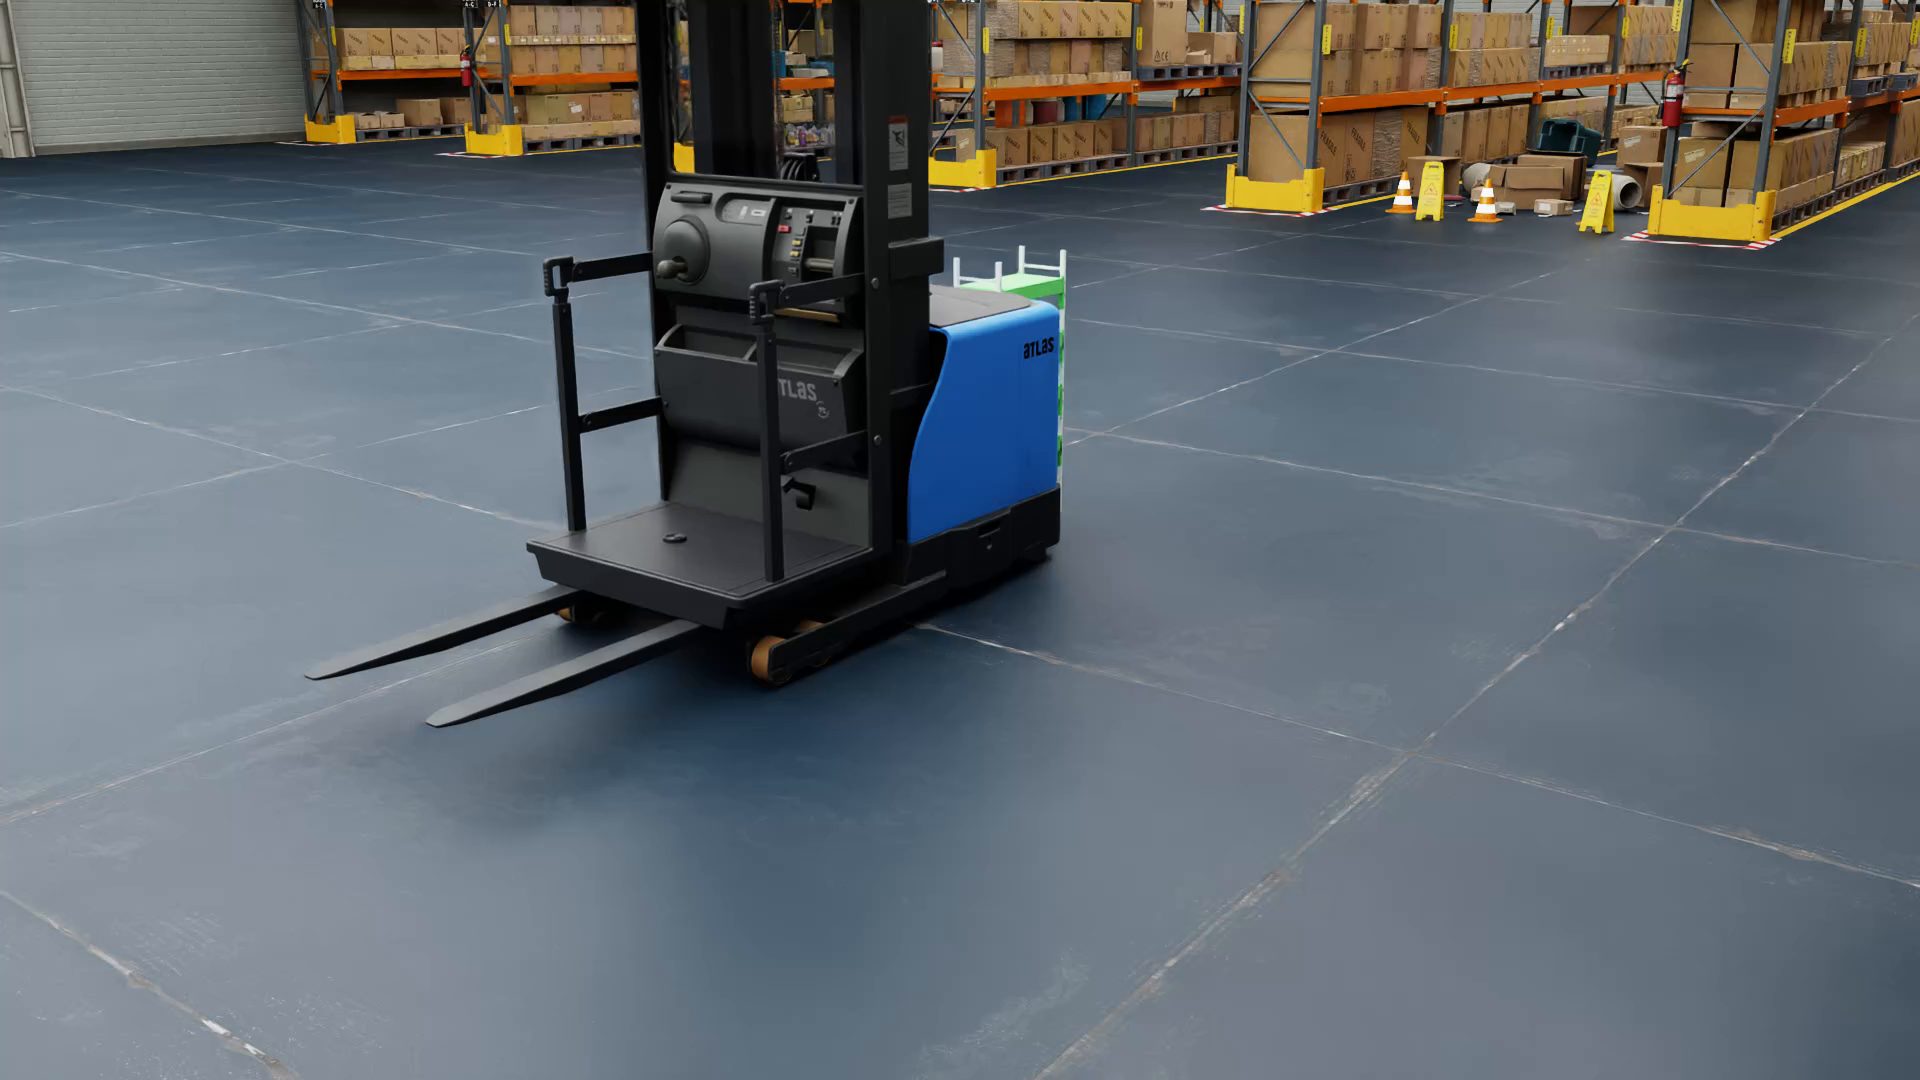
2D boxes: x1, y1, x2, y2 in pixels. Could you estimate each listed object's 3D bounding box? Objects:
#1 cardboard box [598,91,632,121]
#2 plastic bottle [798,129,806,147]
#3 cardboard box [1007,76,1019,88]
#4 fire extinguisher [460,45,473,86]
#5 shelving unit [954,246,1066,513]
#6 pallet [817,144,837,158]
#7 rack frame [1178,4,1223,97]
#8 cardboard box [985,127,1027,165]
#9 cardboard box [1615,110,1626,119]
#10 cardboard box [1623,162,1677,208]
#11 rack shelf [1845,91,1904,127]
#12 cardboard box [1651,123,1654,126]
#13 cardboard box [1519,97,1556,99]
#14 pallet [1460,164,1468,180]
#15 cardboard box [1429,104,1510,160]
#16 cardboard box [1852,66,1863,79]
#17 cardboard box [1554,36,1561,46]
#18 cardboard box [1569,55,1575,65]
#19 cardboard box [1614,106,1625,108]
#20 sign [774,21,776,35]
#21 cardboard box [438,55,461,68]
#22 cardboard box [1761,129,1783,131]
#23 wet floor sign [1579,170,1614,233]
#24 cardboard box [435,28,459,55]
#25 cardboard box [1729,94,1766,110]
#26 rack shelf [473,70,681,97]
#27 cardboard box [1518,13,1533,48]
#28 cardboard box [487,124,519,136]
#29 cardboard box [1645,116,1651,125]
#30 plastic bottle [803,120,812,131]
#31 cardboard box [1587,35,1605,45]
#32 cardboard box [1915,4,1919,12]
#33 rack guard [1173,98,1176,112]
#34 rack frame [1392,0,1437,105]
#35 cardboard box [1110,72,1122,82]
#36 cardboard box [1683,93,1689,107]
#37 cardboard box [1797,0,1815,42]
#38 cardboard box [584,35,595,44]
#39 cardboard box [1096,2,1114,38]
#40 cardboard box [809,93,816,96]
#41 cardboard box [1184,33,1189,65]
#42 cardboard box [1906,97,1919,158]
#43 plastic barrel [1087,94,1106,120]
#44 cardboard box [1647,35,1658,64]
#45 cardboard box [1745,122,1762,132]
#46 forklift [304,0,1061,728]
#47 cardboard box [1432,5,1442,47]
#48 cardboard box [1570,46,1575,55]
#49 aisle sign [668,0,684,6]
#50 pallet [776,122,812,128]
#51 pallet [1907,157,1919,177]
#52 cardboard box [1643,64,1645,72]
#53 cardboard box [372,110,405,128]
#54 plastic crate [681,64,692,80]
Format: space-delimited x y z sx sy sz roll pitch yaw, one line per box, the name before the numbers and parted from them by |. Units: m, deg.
cardboard box | -6.365 -7.947 30.439 0.500 0.500 0.500 12 21 35
plastic bottle | -2.590 -6.598 27.272 0.061 0.283 0.133 13 21 36
cardboard box | 0.595 -6.402 23.224 0.380 0.149 0.250 12 21 35
fire extinguisher | -8.489 -8.151 28.564 0.296 0.674 0.183 12 21 35
shelving unit | 0.220 -0.661 7.348 0.258 1.200 0.503 12 21 35
pallet | -2.120 -6.726 28.548 1.003 0.211 1.213 12 21 35
rack frame | 5.464 -11.069 37.829 1.000 3.000 0.127 12 21 35
cardboard box | 0.622 -5.684 23.995 0.500 0.500 0.500 -13 22 -36
cardboard box | 11.813 -7.699 30.074 0.380 0.149 0.250 12 21 33
cardboard box | 8.519 -4.377 20.491 0.500 0.500 0.500 -4 18 -13
rack shelf | 11.442 -5.717 21.809 1.077 0.370 4.000 12 21 35
cardboard box | 12.920 -7.843 31.541 0.380 0.149 0.250 12 21 34
cardboard box | 9.706 -7.328 28.026 0.500 0.250 0.500 13 22 37
pallet | 6.614 -5.300 23.956 1.003 0.211 1.213 12 21 35
cardboard box | 7.645 -6.176 25.158 1.050 0.750 0.750 13 21 36
cardboard box | 10.833 -5.741 20.387 0.380 0.149 0.250 13 21 35
cardboard box | 9.337 -7.950 26.500 0.380 0.149 0.250 12 21 34
cardboard box | 9.815 -7.855 27.197 0.380 0.149 0.250 13 21 35
cardboard box | 12.378 -8.153 31.537 0.380 0.149 0.250 11 20 32
sign | -4.435 -12.288 39.938 0.100 0.325 0.005 12 21 35
cardboard box | -10.272 -9.493 32.975 0.500 0.250 0.500 12 21 34
cardboard box | 9.372 -4.607 19.686 0.500 0.500 0.500 13 22 37
wet floor sign | 6.894 -3.651 17.913 0.232 0.644 0.267 -11 20 -32
cardboard box | -10.278 -9.852 32.866 0.500 0.500 0.500 12 21 33
cardboard box | 8.235 -4.556 17.280 0.380 0.149 0.250 13 21 35
rack shelf | -6.854 -8.267 30.020 1.077 0.370 4.000 12 21 35
cardboard box | 8.322 -7.808 25.474 0.700 0.500 0.500 12 21 34
cardboard box | -7.963 -7.201 29.304 0.500 0.250 0.500 12 21 35
cardboard box | 12.673 -7.848 31.056 0.380 0.149 0.250 13 21 35
plastic bottle | -2.613 -6.992 28.426 0.144 0.351 0.185 11 21 32
cardboard box | 10.739 -8.511 28.304 0.380 0.149 0.250 12 21 33
cardboard box | 15.189 -8.498 26.603 0.380 0.149 0.250 13 22 36
rack guard | 5.468 -9.883 38.226 1.175 0.500 0.348 12 21 35
rack frame | 9.441 -10.194 35.011 1.000 3.000 0.127 12 21 35
cardboard box | 2.243 -7.054 25.326 0.380 0.149 0.250 12 21 35
cardboard box | 7.980 -4.718 17.804 0.380 0.149 0.250 12 21 34
cardboard box | 9.492 -6.067 19.368 0.700 0.500 0.500 13 21 35
cardboard box | -6.722 -8.913 29.625 0.380 0.149 0.250 13 21 35
cardboard box | 1.947 -7.728 24.714 0.500 0.500 0.500 12 21 35
cardboard box | -2.910 -9.320 35.671 0.500 0.500 0.500 13 22 37
cardboard box | 3.250 -8.015 27.112 0.797 0.503 0.637 15 23 40
cardboard box | 14.180 -6.297 25.339 0.875 0.875 0.875 13 22 36
plastic barrel | 2.742 -9.188 34.603 0.600 0.901 0.708 12 21 35
cardboard box | 12.393 -8.969 30.398 0.500 0.500 0.500 14 22 37
cardboard box | 9.096 -4.840 19.342 0.380 0.149 0.250 14 22 38
forklift | -0.863 -1.071 5.749 1.130 2.935 3.031 12 21 35
cardboard box | 5.967 -6.940 22.462 0.875 0.550 0.550 12 21 35
cardboard box | 9.813 -7.997 27.151 0.380 0.149 0.250 12 21 34
aisle sign | -4.351 -8.535 25.286 0.394 0.787 0.004 12 21 35
pallet | -3.801 -8.519 34.319 1.003 0.211 1.213 12 21 35
pallet | 13.891 -5.669 25.143 1.003 0.211 1.213 12 21 35
cardboard box | 12.281 -8.624 30.381 0.380 0.149 0.250 13 22 37
cardboard box | -11.202 -8.219 32.445 0.500 0.311 0.500 15 22 39
plastic crate | -4.012 -7.359 26.134 0.499 0.251 0.616 12 21 35
